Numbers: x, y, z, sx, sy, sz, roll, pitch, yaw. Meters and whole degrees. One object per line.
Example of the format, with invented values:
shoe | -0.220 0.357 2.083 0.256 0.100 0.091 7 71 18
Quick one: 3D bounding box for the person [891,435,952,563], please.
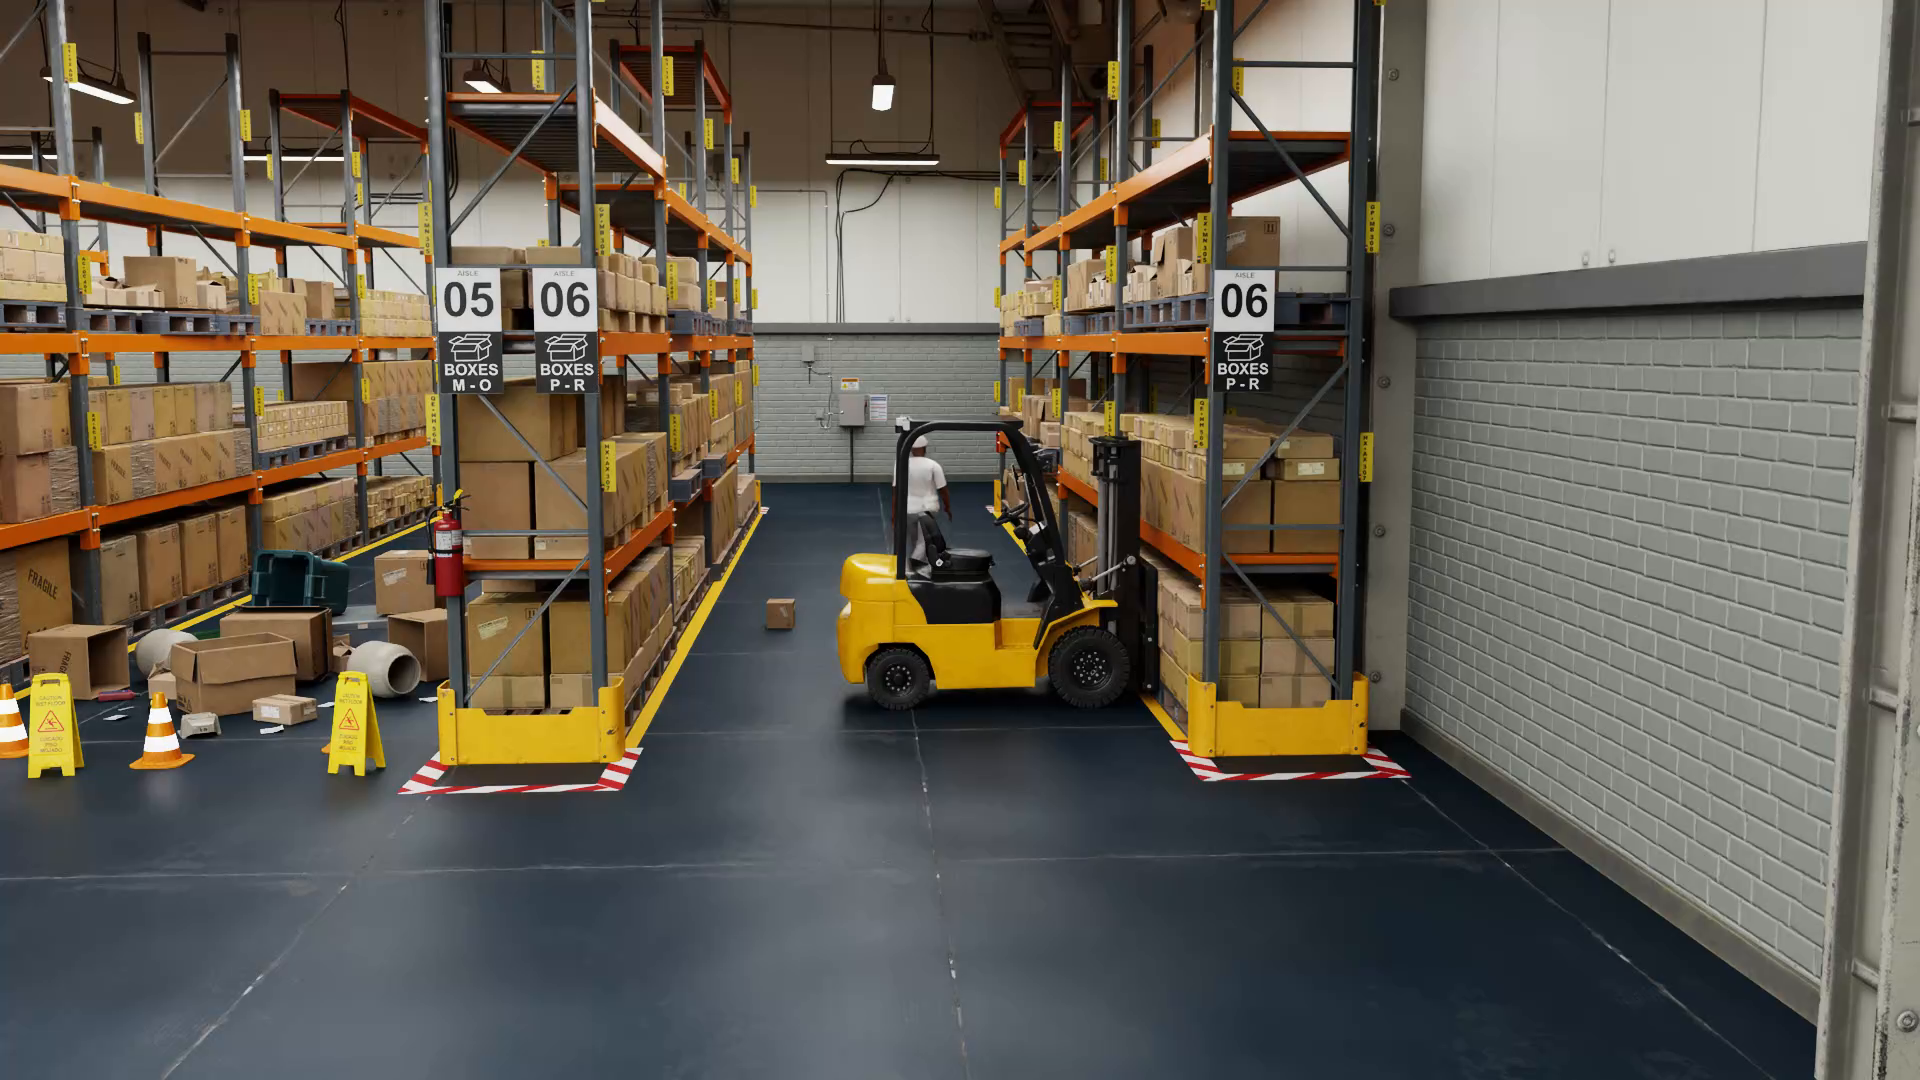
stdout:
person | -0.406 -0.329 18.389 0.604 1.719 1.031 2 7 18
